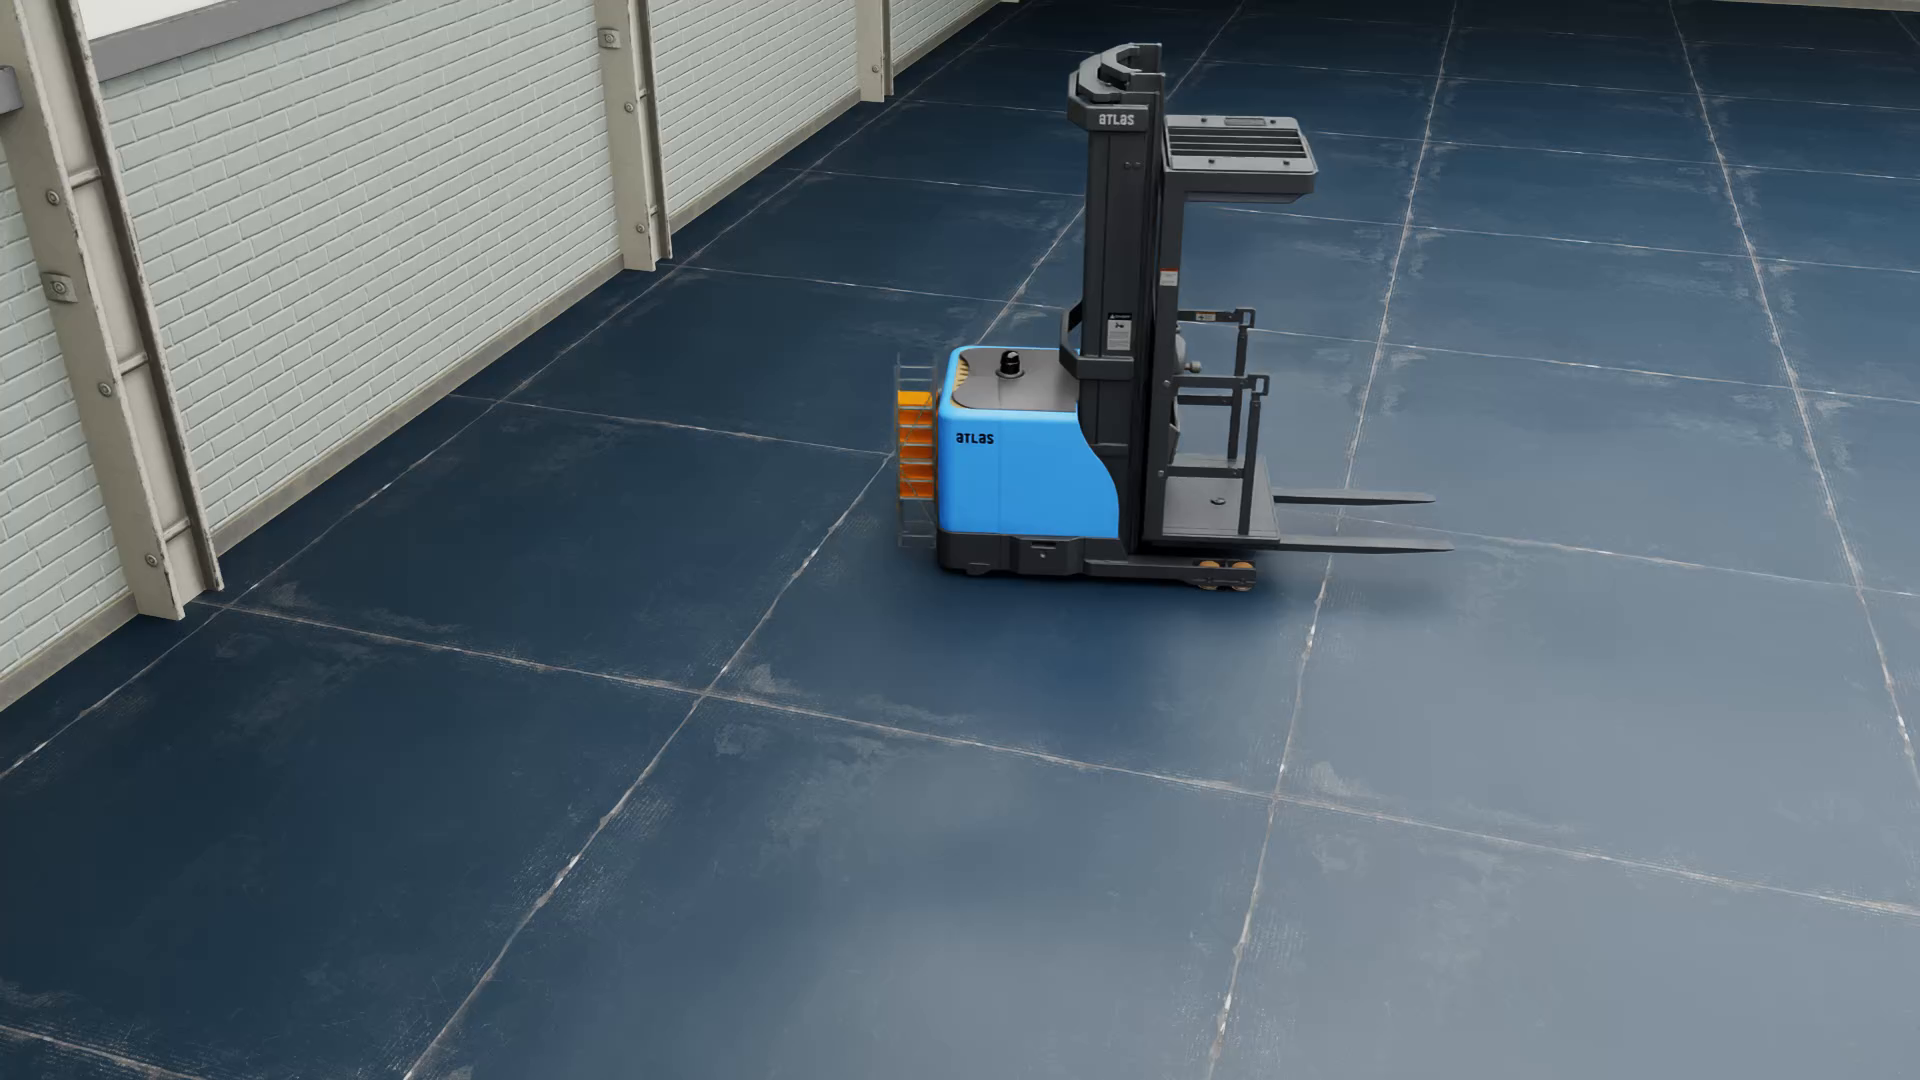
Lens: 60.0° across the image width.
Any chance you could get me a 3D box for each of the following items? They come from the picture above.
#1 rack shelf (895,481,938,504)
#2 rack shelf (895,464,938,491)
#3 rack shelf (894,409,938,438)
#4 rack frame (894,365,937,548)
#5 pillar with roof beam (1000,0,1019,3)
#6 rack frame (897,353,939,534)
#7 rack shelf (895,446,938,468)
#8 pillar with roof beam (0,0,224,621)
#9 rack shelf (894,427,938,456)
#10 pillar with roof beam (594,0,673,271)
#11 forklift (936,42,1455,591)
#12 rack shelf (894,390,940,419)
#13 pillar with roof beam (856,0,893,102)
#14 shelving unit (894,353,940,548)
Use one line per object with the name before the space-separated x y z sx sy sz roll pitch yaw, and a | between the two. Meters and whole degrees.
rack shelf | -0.255 -0.274 10.094 0.258 0.103 0.180 1 29 3
rack shelf | -0.255 -0.379 10.035 0.258 0.103 0.180 1 29 3
rack shelf | -0.255 -0.694 9.860 0.258 0.103 0.180 1 29 3
rack frame | -0.260 -0.478 9.875 0.240 1.200 0.006 1 29 3
pillar with roof beam | 4.881 -11.340 21.379 9.100 9.000 0.400 8 30 15
rack frame | -0.250 -0.567 10.035 0.240 1.200 0.006 1 29 3
rack shelf | -0.255 -0.484 9.977 0.258 0.103 0.180 1 29 3
pillar with roof beam | -0.402 -2.975 6.342 9.100 9.000 0.400 8 30 15
rack shelf | -0.255 -0.589 9.919 0.258 0.103 0.180 1 29 3
pillar with roof beam | 1.359 -5.764 11.354 9.100 9.000 0.400 8 30 15
forklift | 1.405 -1.252 9.486 3.031 2.935 1.130 2 29 4
rack shelf | -0.255 -0.798 9.802 0.258 0.103 0.180 1 29 3
pillar with roof beam | 3.120 -8.552 16.366 9.100 9.000 0.400 8 30 15
shelving unit | -0.255 -0.523 9.955 0.258 1.200 0.189 1 29 3
